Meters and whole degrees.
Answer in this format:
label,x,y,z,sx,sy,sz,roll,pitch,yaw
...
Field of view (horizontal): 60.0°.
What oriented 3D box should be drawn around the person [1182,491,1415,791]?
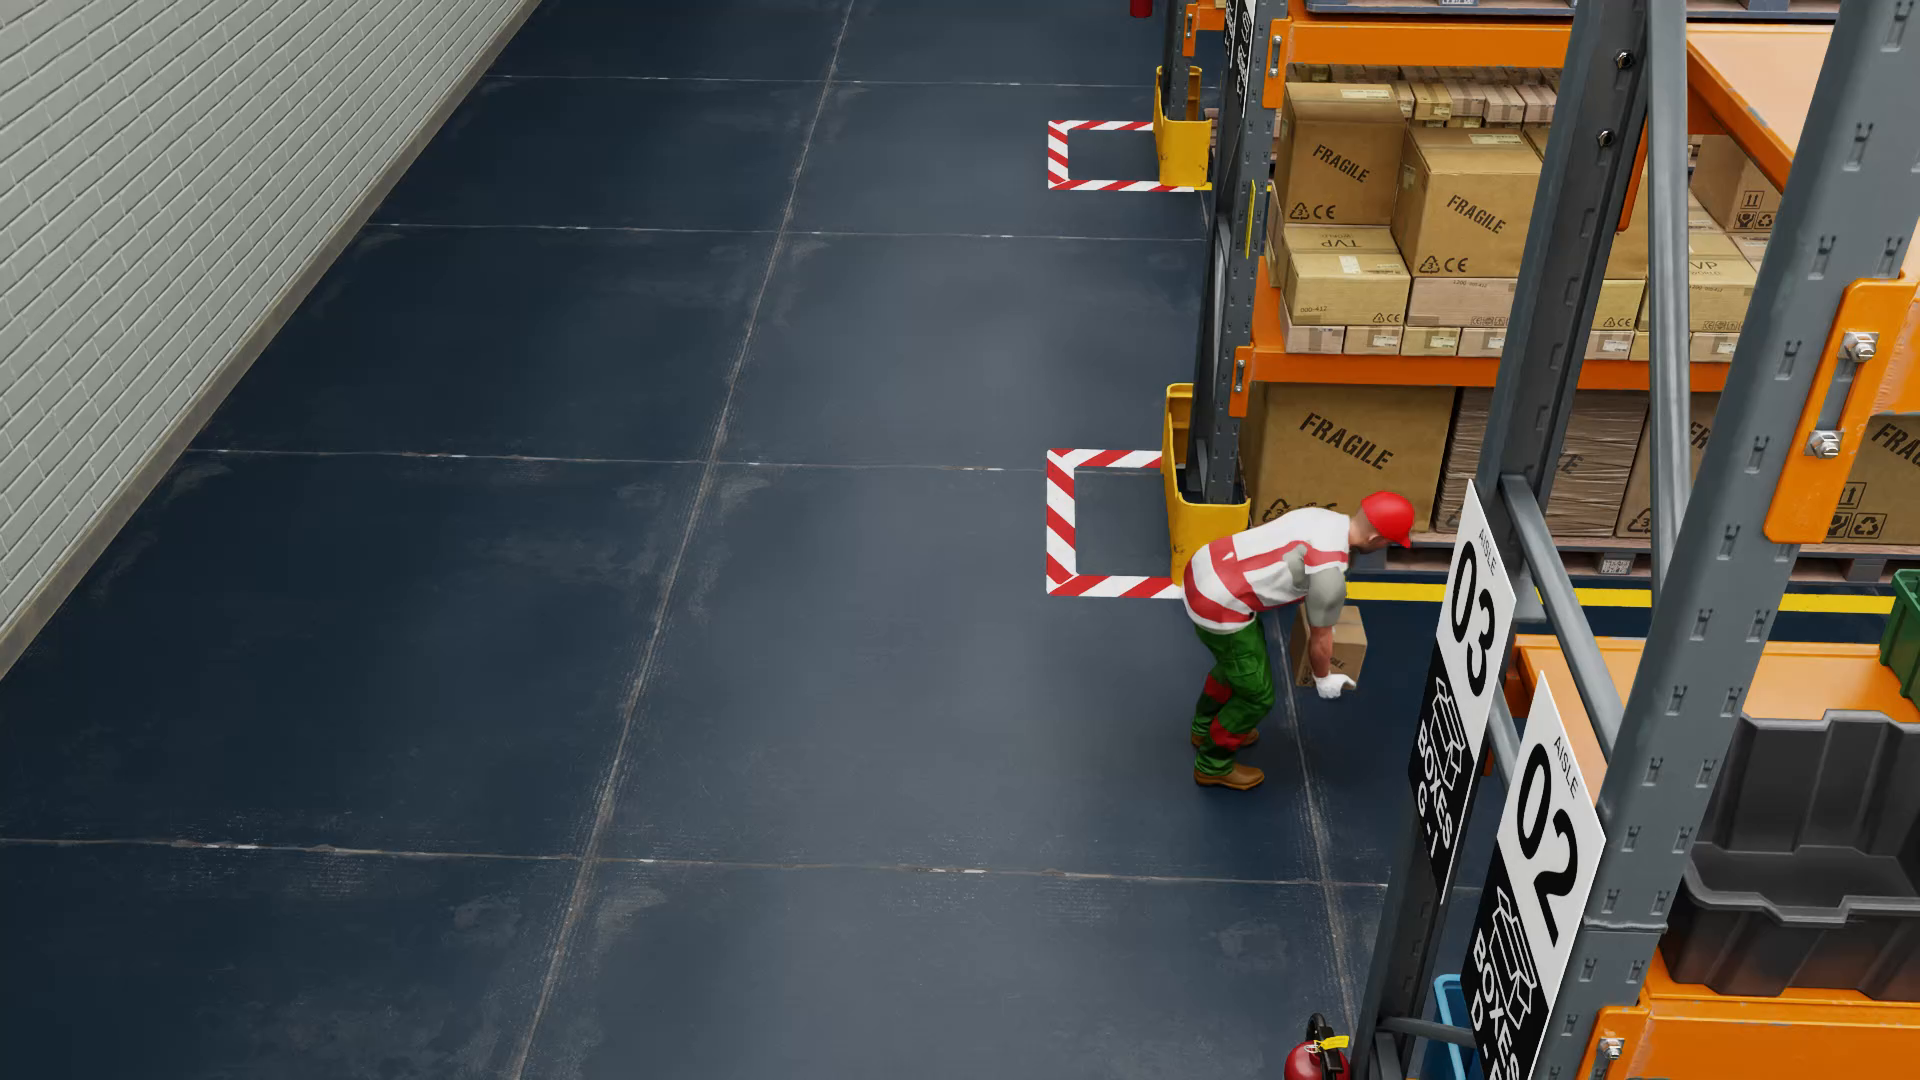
label,x,y,z,sx,sy,sz,roll,pitch,yaw
person,1.350,0.395,6.880,0.888,1.393,0.496,0,35,1
